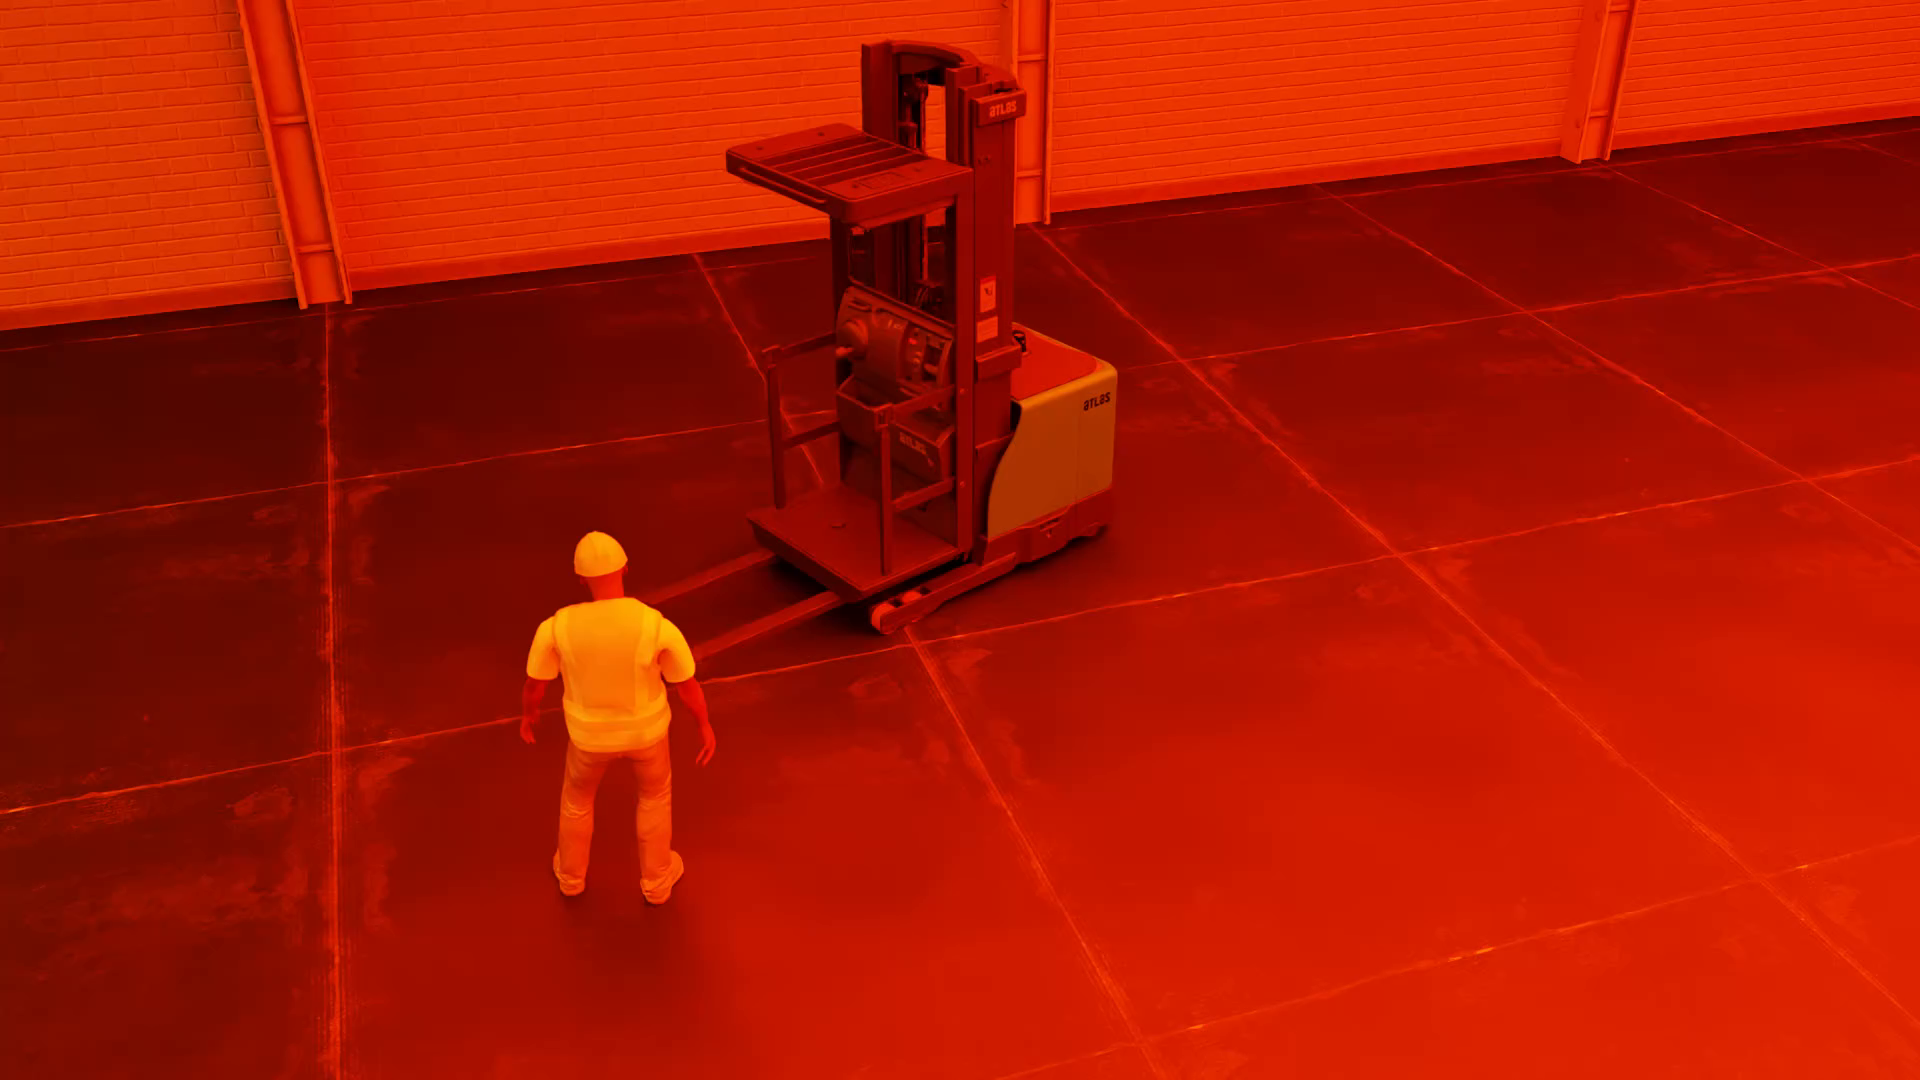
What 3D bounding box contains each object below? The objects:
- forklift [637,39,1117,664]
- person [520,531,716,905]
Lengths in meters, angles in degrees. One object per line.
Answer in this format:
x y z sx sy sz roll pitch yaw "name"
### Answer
-0.518 -1.048 8.908 3.031 2.935 1.130 -23 37 -34 "forklift"
-1.441 0.752 6.974 0.812 1.742 0.415 -3 30 -5 "person"
